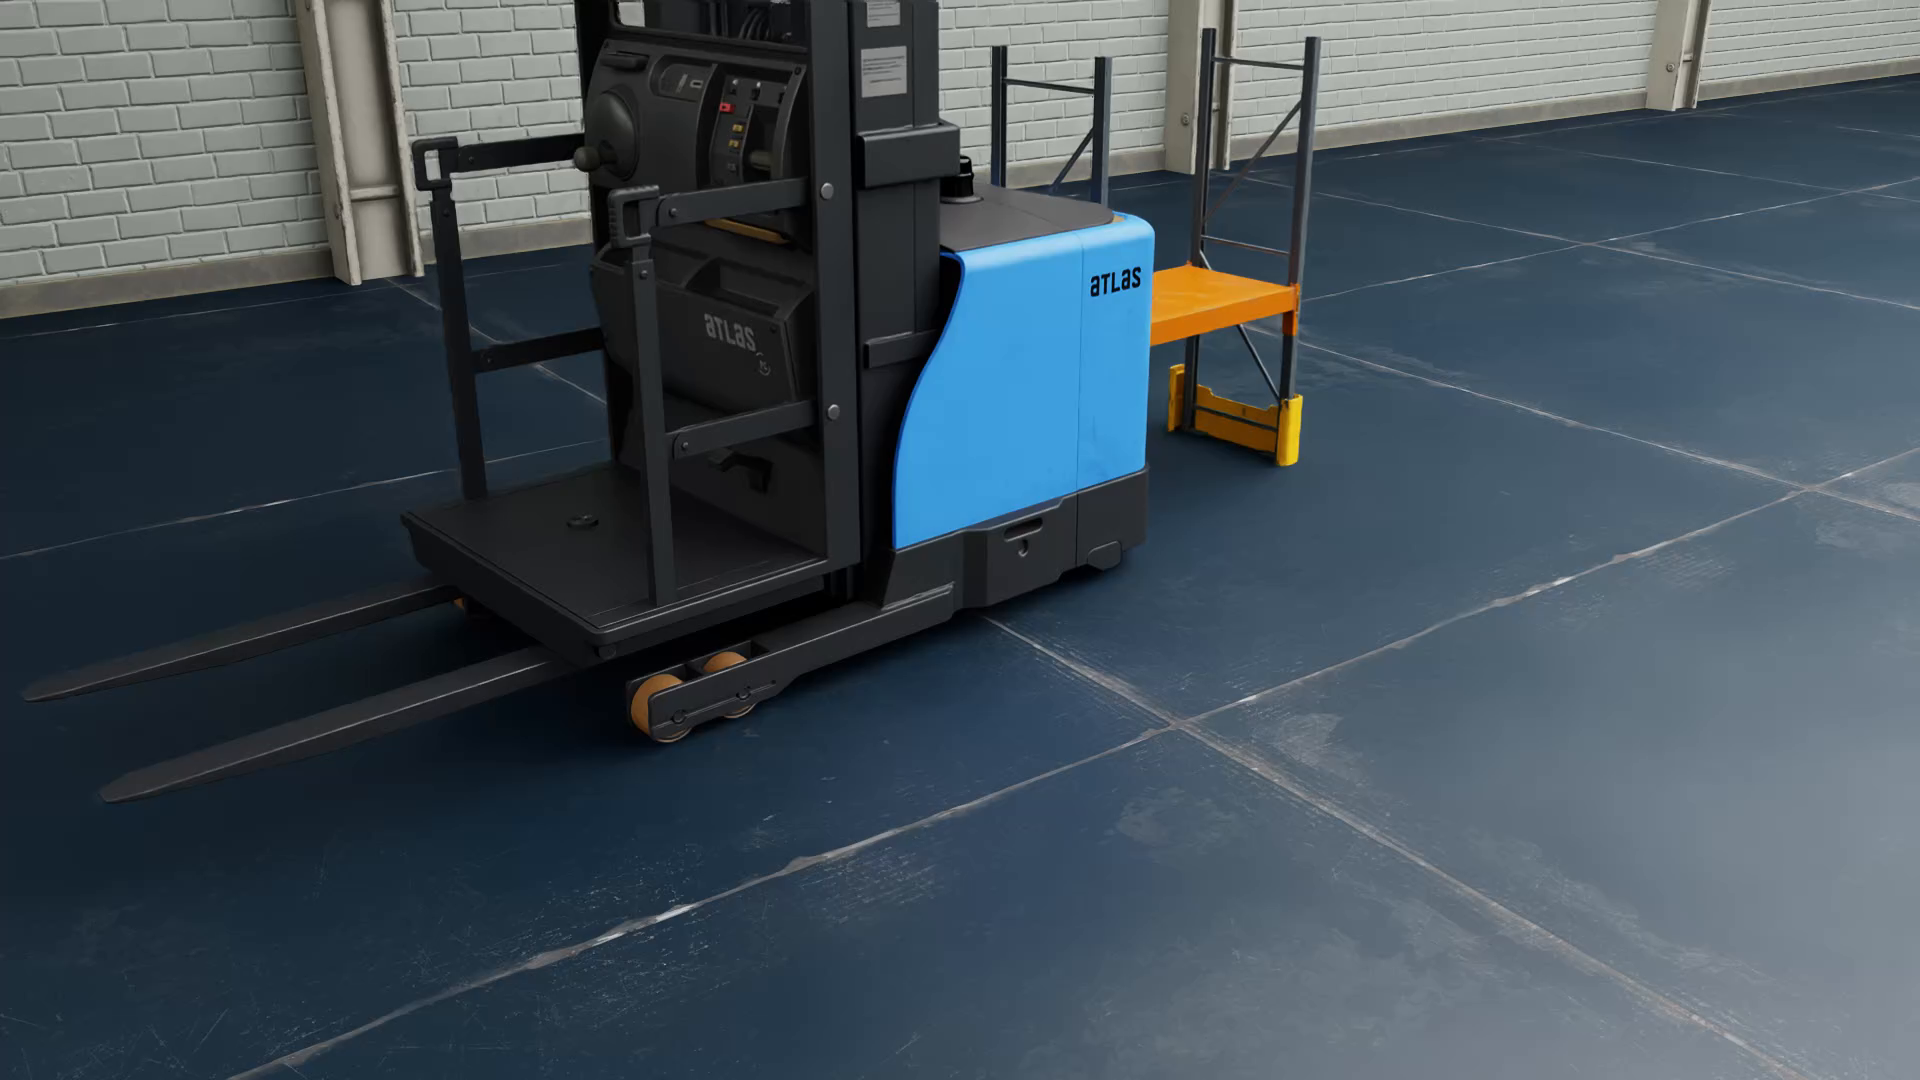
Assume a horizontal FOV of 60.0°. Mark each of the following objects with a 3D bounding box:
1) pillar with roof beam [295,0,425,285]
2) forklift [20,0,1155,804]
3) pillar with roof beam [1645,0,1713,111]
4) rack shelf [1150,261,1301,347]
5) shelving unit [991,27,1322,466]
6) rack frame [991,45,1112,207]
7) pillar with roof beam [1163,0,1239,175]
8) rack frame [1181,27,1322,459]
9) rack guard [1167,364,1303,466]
[{"bbox_3d":[-0.622,-4.314,4.065,0.400,9.000,9.100,-15,26,-33],"label":"pillar with roof beam"},{"bbox_3d":[-0.851,-1.076,4.139,3.031,2.935,1.130,-18,28,-38],"label":"forklift"},{"bbox_3d":[9.119,-6.911,10.574,0.400,9.000,9.100,-15,26,-33],"label":"pillar with roof beam"},{"bbox_3d":[0.658,-0.768,5.783,1.000,0.185,0.538,-18,28,-38],"label":"rack shelf"},{"bbox_3d":[0.651,-0.933,5.710,1.083,1.500,0.587,-18,28,-38],"label":"shelving unit"},{"bbox_3d":[0.278,-0.810,5.403,0.032,1.500,0.500,-18,28,-38],"label":"rack frame"},{"bbox_3d":[4.249,-5.612,7.320,0.400,9.000,9.100,-15,26,-33],"label":"pillar with roof beam"},{"bbox_3d":[1.038,-1.060,6.029,0.032,1.500,0.500,-18,28,-38],"label":"rack frame"},{"bbox_3d":[1.024,-0.475,6.249,0.087,0.250,0.587,-18,28,-38],"label":"rack guard"}]
